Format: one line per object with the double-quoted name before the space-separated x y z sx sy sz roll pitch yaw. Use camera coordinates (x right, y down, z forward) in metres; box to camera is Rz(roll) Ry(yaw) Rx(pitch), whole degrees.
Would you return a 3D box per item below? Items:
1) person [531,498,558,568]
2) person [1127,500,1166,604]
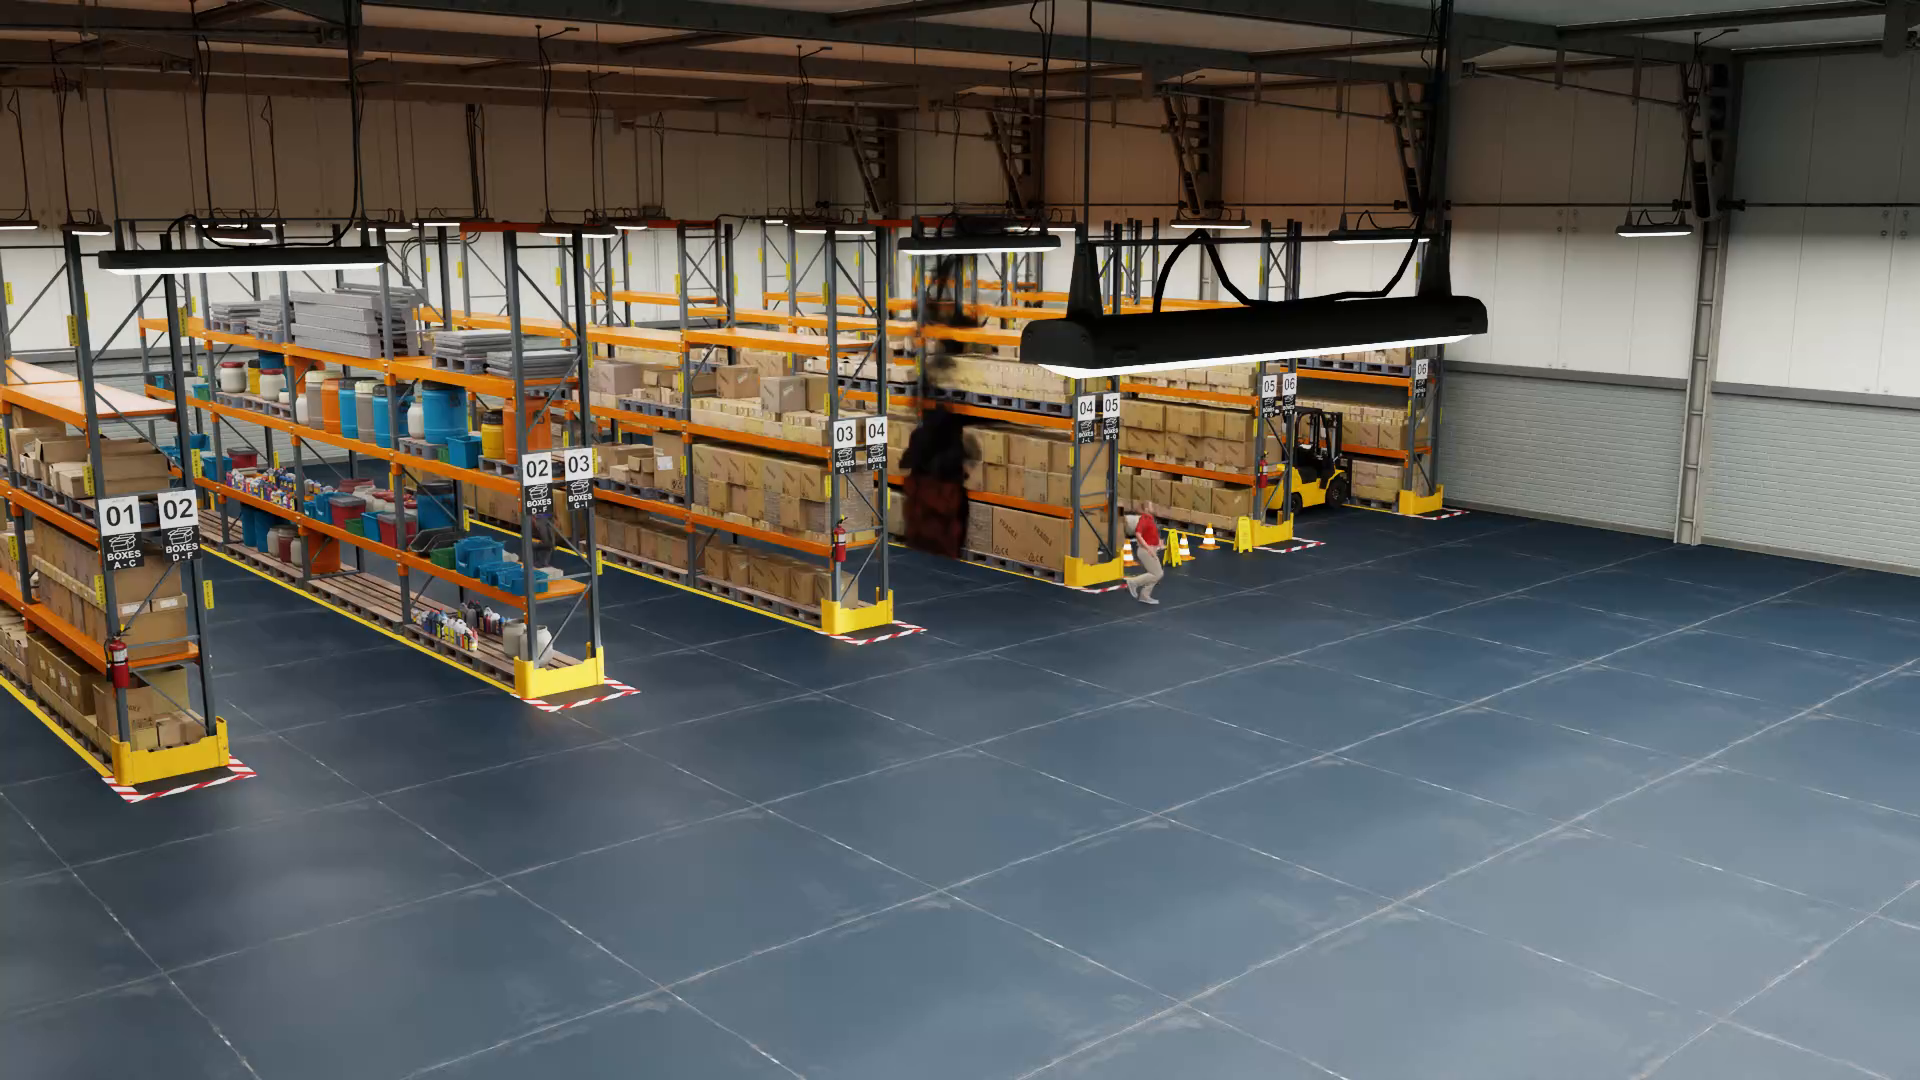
"person" -7.303 -0.235 29.227 0.561 1.505 0.574 9 15 39
"person" 2.995 0.194 26.724 0.613 1.683 0.682 1 11 7
